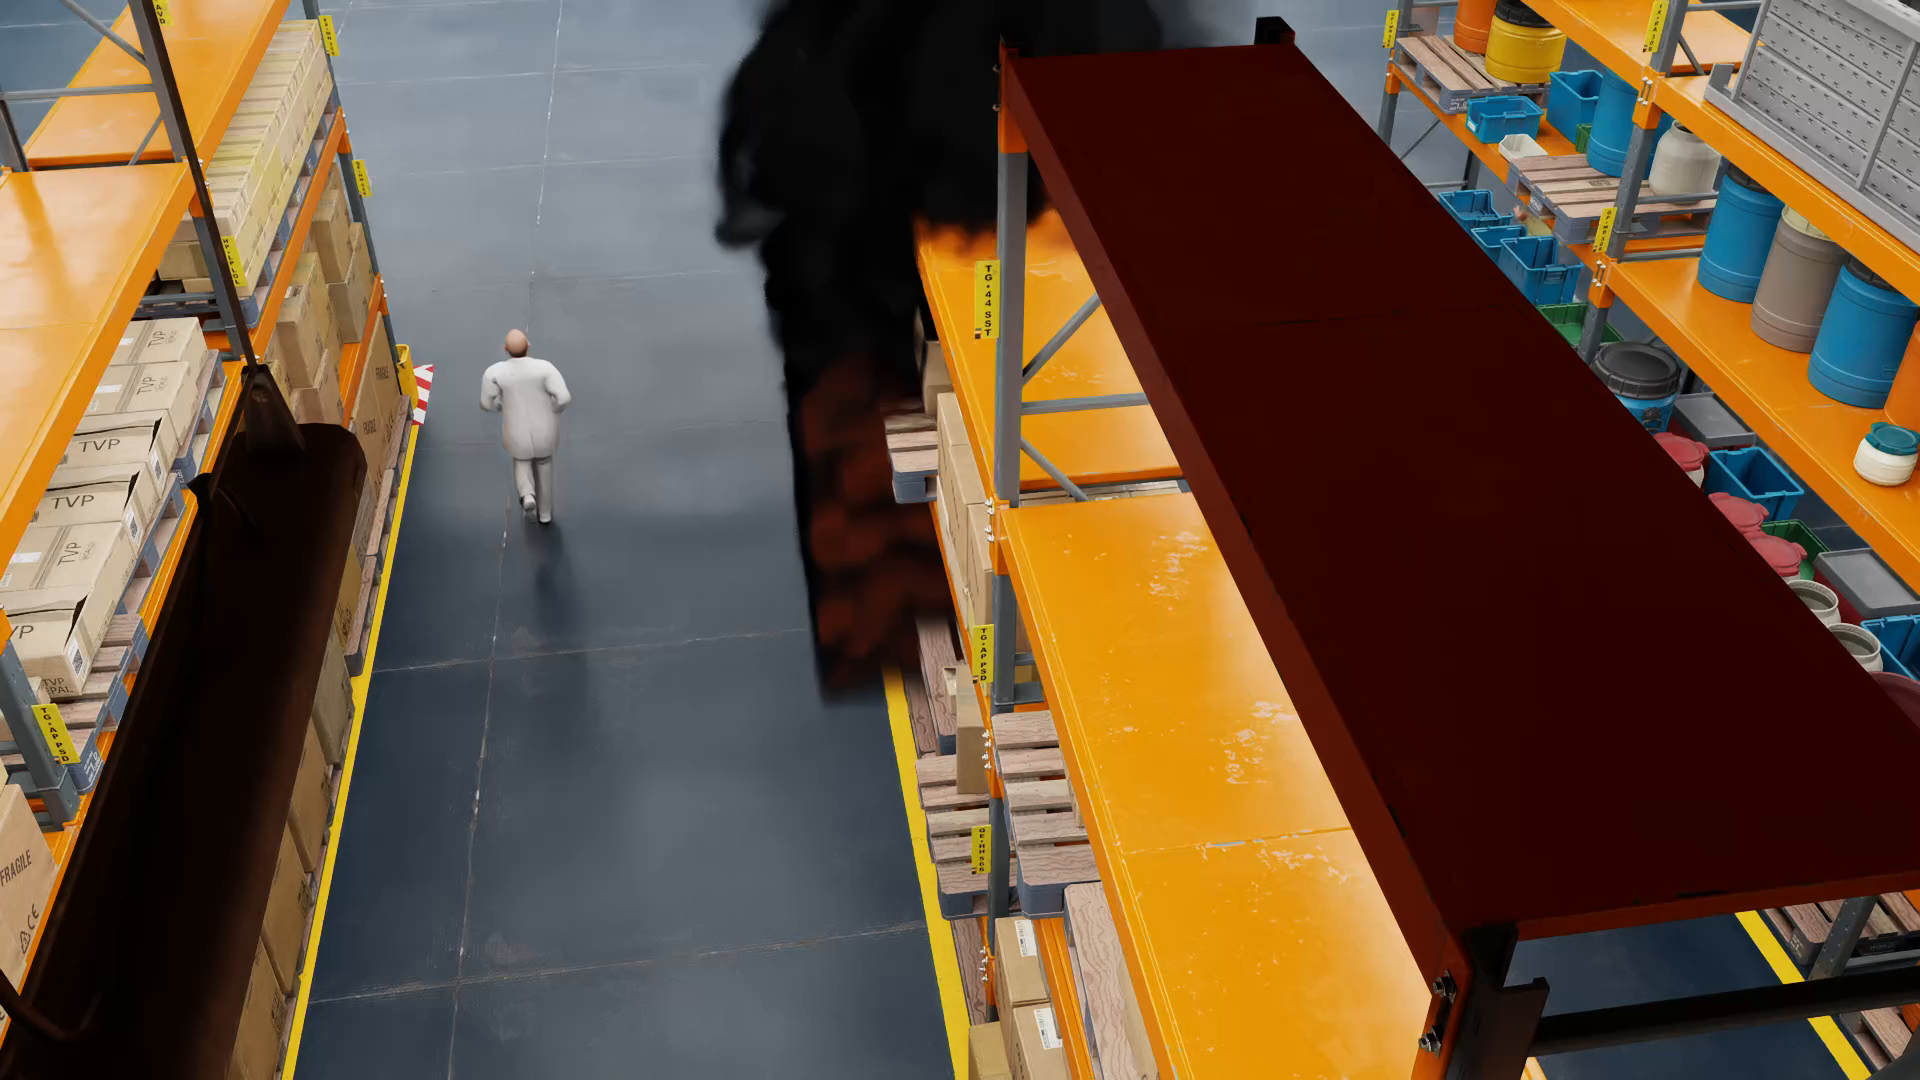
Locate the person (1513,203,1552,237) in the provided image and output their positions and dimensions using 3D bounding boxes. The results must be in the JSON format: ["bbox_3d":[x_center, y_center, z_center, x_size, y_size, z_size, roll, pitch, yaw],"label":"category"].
[{"bbox_3d":[5.565,-2.986,16.138,0.564,1.623,0.539,-18,40,-23],"label":"person"}]

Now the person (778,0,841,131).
[{"bbox_3d":[-1.749,-5.705,19.711,0.774,1.846,0.643,6,37,8],"label":"person"}]

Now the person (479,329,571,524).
[{"bbox_3d":[-3.402,-0.880,13.185,0.696,1.731,0.639,-7,37,-9],"label":"person"}]
